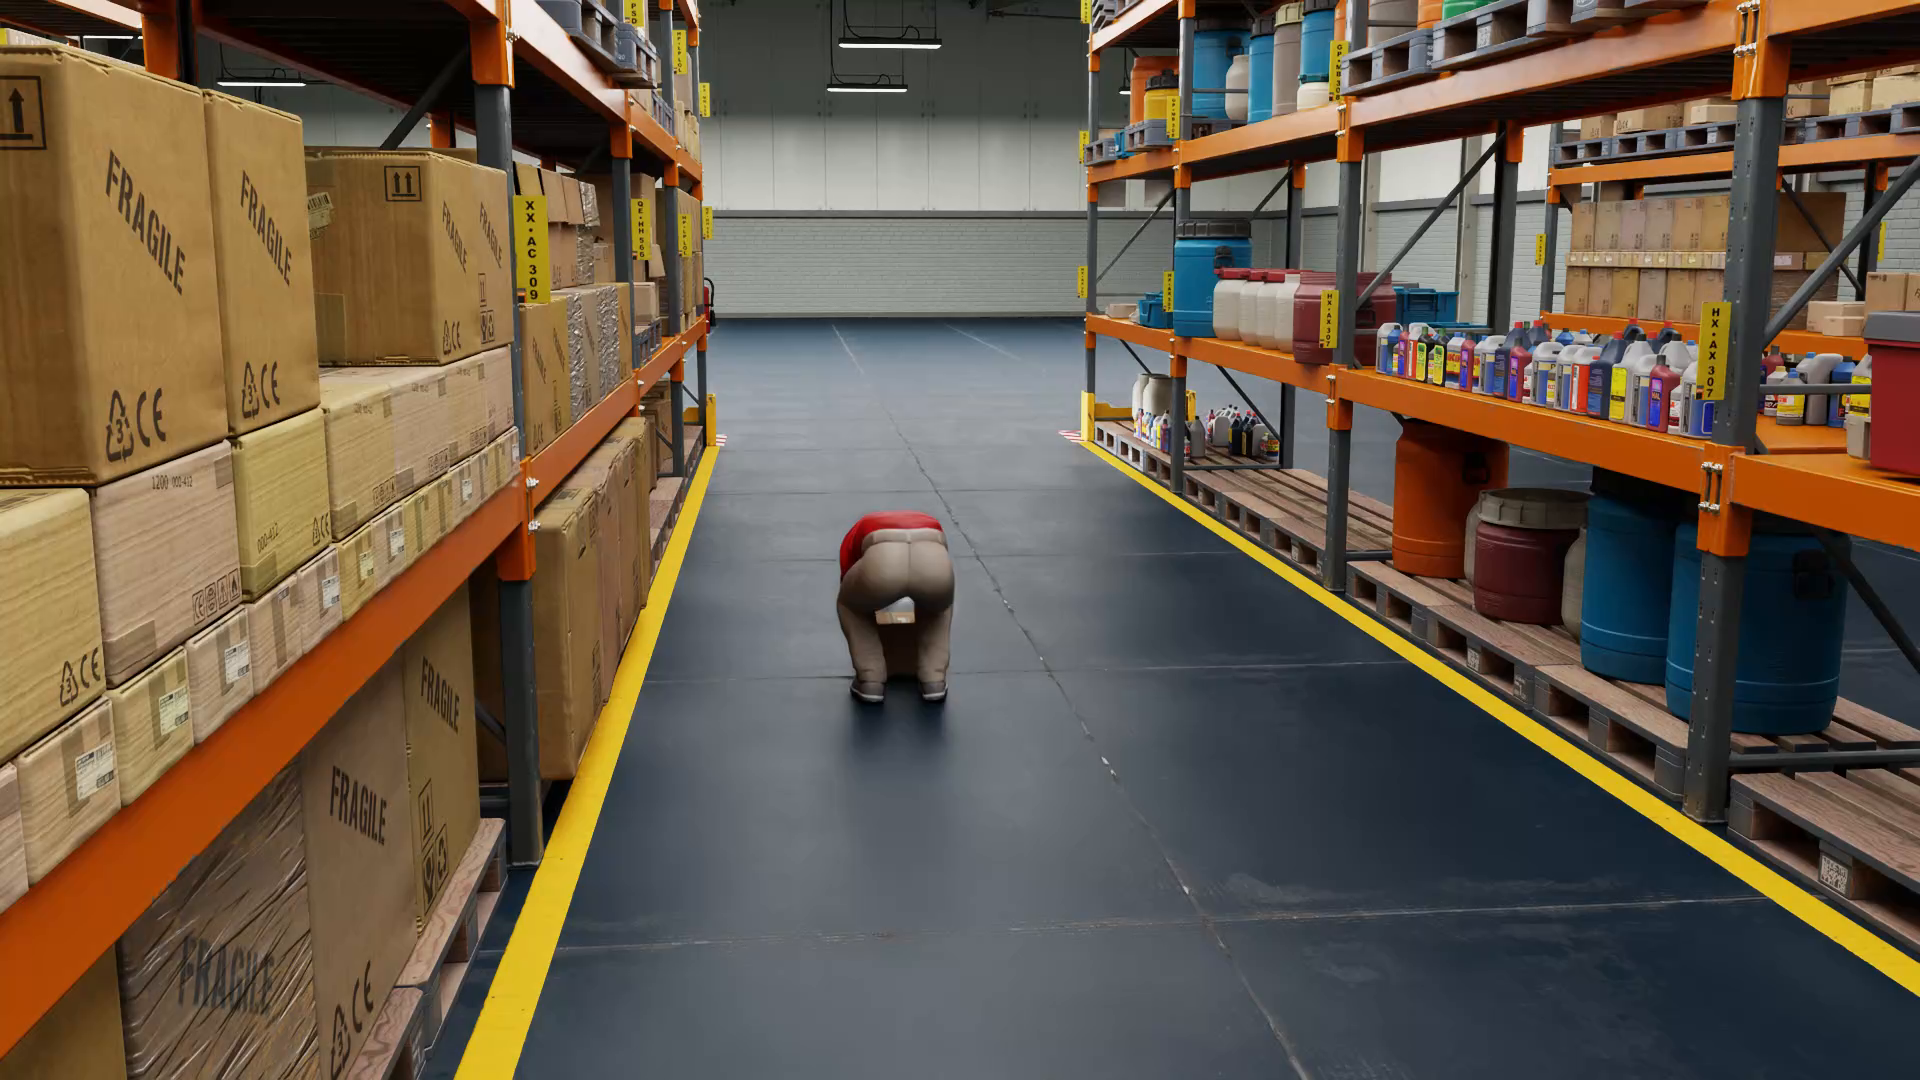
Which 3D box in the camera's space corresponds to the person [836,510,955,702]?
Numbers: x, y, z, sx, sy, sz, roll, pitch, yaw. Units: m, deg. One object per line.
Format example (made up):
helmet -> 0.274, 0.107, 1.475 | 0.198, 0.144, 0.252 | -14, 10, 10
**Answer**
person -> -0.294, 0.271, 7.559 | 0.541, 0.848, 0.956 | -1, 10, -8
